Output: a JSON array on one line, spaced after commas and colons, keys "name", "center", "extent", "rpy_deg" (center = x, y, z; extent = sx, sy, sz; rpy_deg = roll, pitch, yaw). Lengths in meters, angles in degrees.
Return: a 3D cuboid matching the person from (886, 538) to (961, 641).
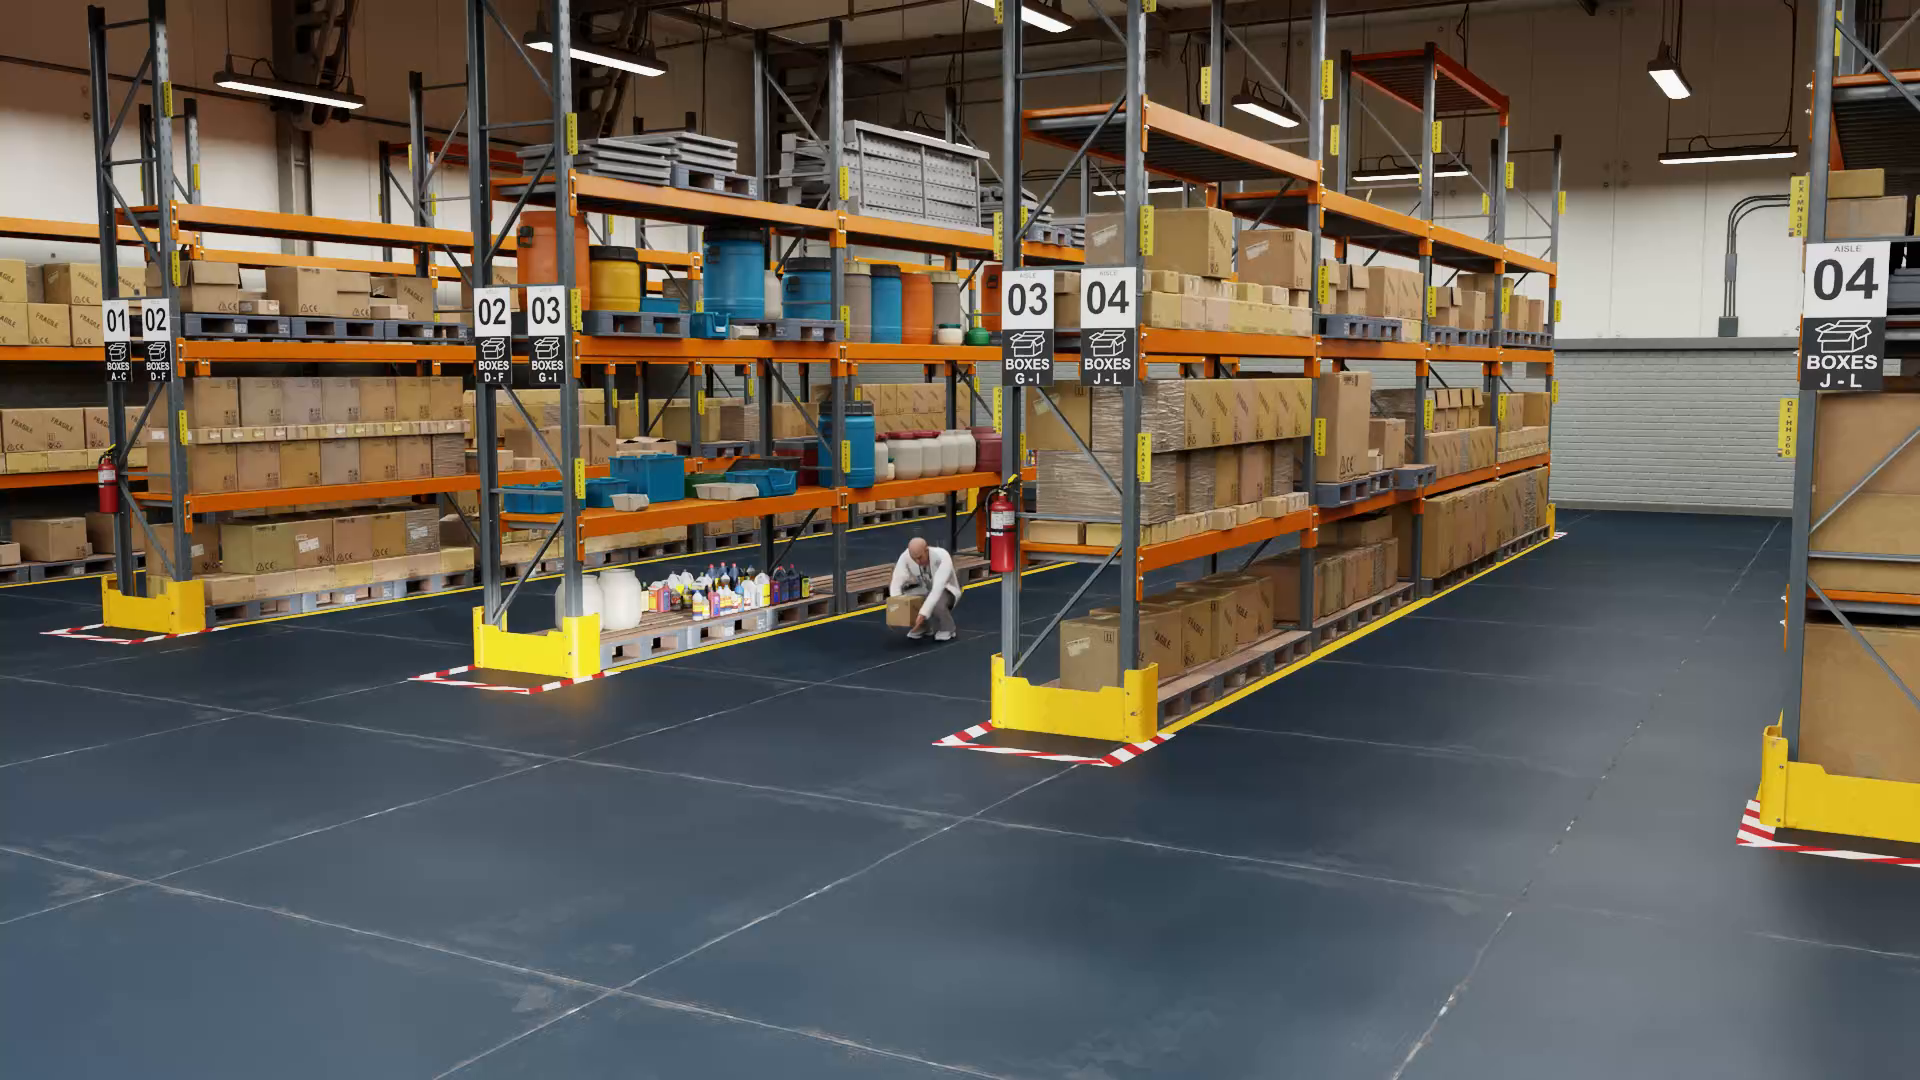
[{"name": "person", "center": [-0.321, 0.449, 15.545], "extent": [0.604, 0.995, 0.909], "rpy_deg": [3, 7, 29]}]
